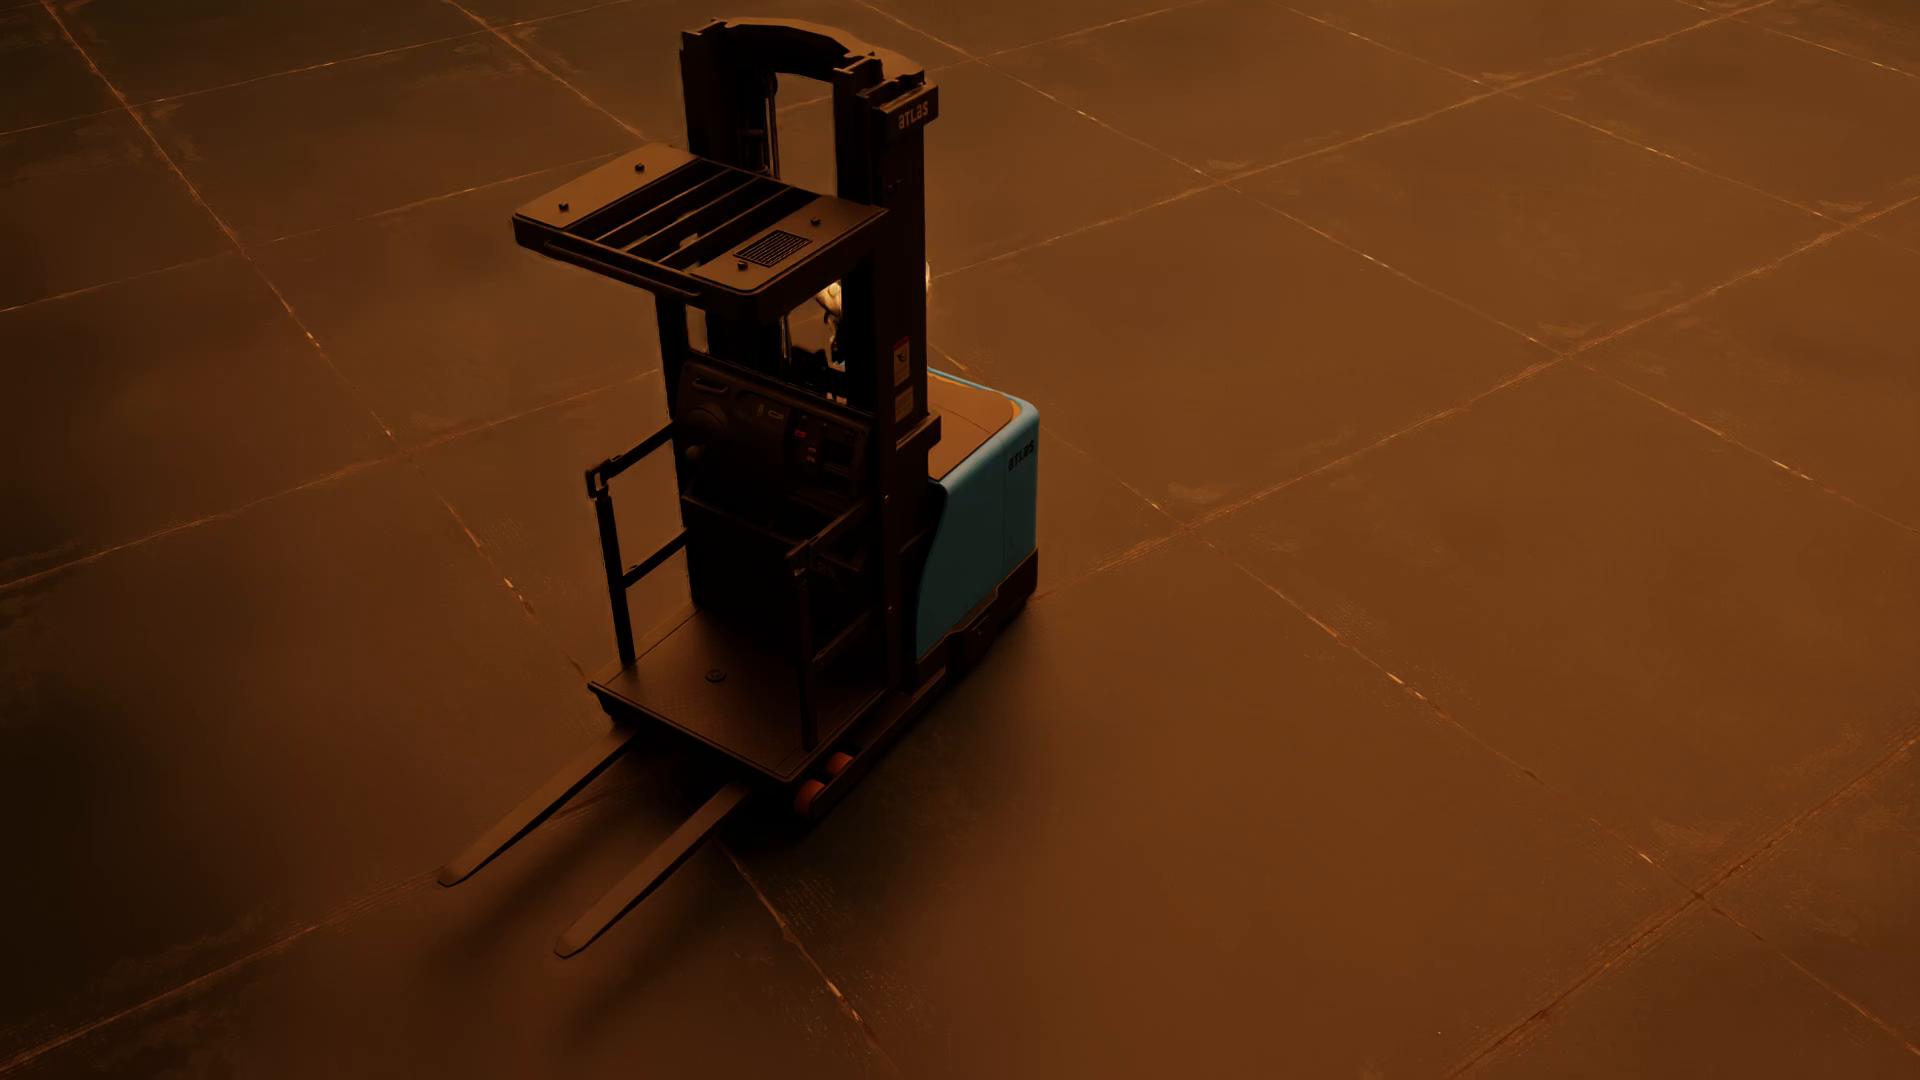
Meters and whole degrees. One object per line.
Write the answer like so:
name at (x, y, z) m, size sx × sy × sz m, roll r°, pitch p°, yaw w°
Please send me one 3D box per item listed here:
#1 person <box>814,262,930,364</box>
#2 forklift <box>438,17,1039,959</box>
person at (-0.394, -1.005, 8.500) m, size 0.740 × 1.444 × 0.951 m, roll 24°, pitch 43°, yaw 29°
forklift at (-0.864, -0.349, 6.417) m, size 1.130 × 2.935 × 3.031 m, roll 22°, pitch 42°, yaw 26°
